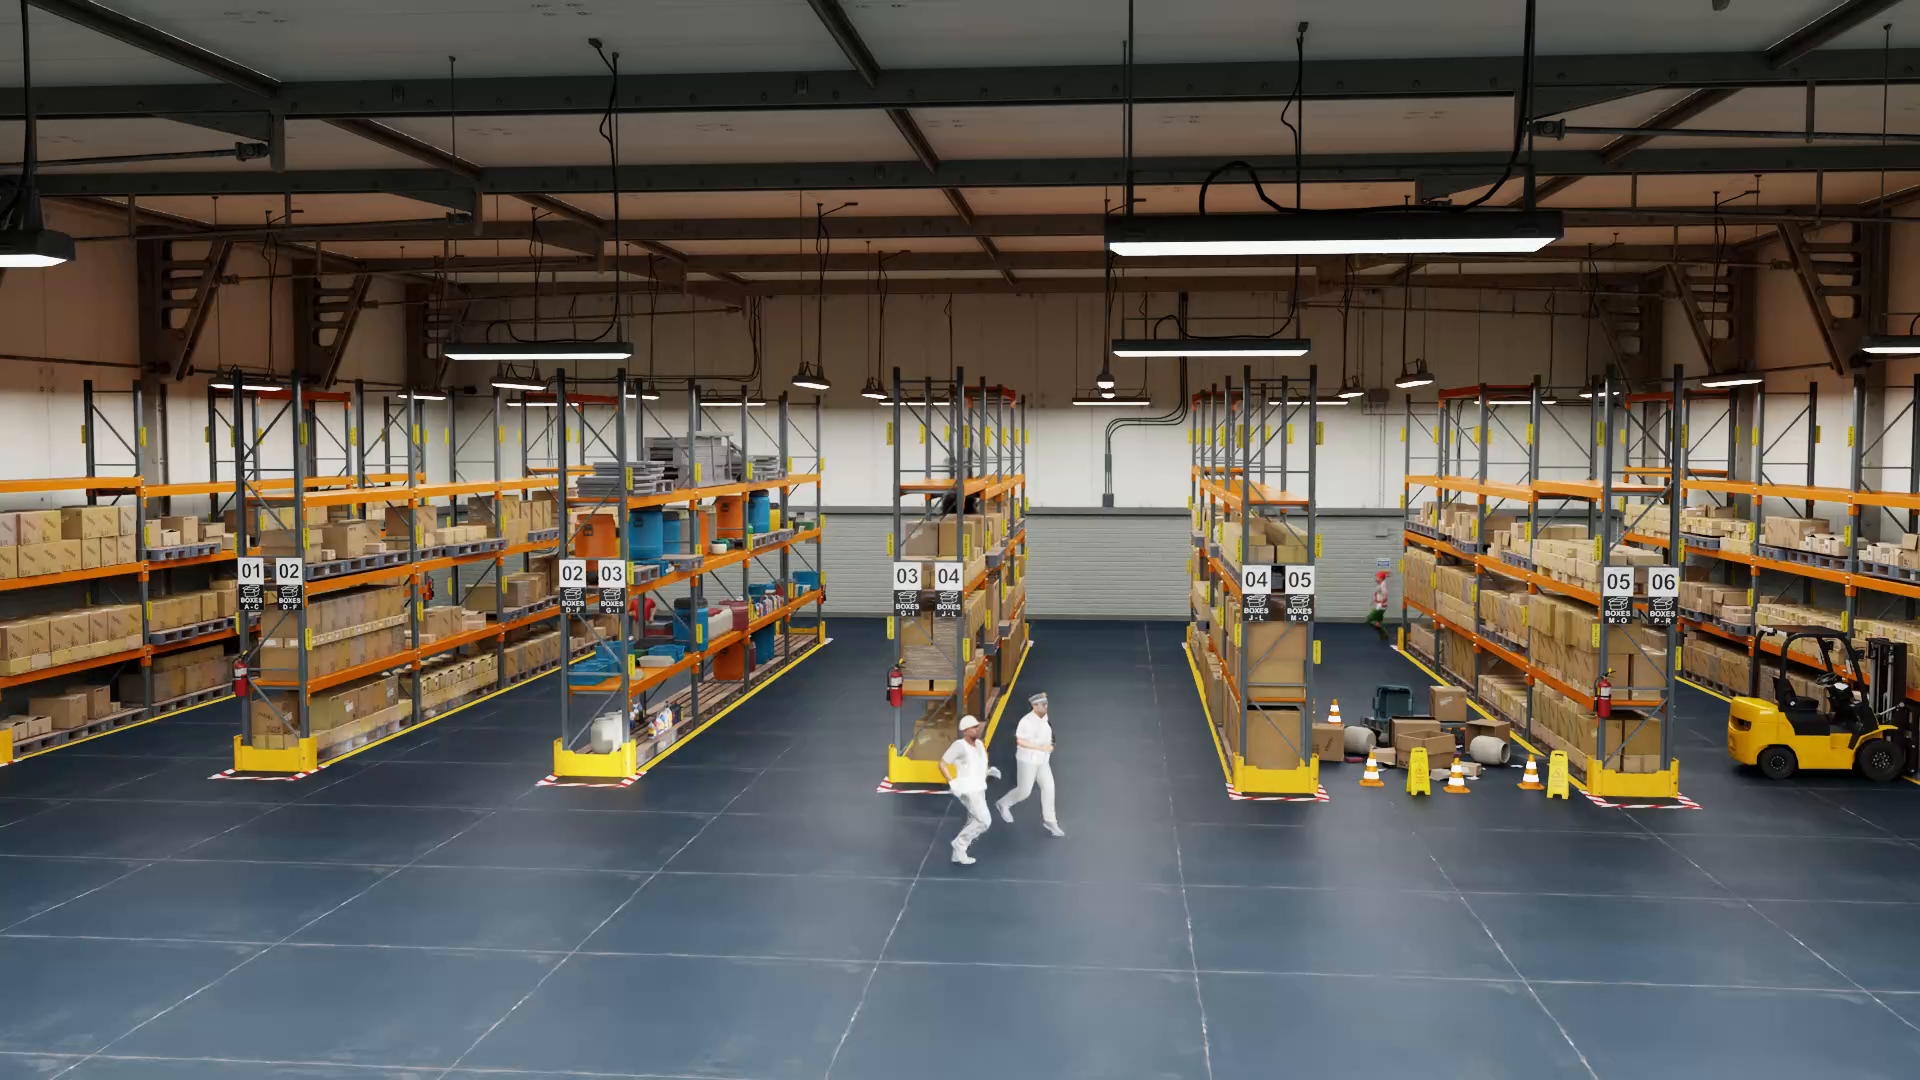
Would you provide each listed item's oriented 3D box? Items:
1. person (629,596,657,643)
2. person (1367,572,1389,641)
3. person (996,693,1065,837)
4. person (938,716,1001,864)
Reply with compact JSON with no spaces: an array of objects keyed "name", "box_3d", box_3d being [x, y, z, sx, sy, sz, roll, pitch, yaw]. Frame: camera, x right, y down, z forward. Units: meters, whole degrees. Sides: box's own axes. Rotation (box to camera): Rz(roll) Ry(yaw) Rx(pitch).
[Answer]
[{"name":"person","box_3d":[-6.938,1.907,36.237,0.611,1.777,0.801,0,4,-5]},{"name":"person","box_3d":[10.169,1.624,40.454,0.526,1.720,0.720,1,4,21]},{"name":"person","box_3d":[0.905,2.811,21.093,1.034,1.795,0.685,3,4,37]},{"name":"person","box_3d":[0.167,2.913,19.307,0.634,1.738,0.668,2,4,27]}]
